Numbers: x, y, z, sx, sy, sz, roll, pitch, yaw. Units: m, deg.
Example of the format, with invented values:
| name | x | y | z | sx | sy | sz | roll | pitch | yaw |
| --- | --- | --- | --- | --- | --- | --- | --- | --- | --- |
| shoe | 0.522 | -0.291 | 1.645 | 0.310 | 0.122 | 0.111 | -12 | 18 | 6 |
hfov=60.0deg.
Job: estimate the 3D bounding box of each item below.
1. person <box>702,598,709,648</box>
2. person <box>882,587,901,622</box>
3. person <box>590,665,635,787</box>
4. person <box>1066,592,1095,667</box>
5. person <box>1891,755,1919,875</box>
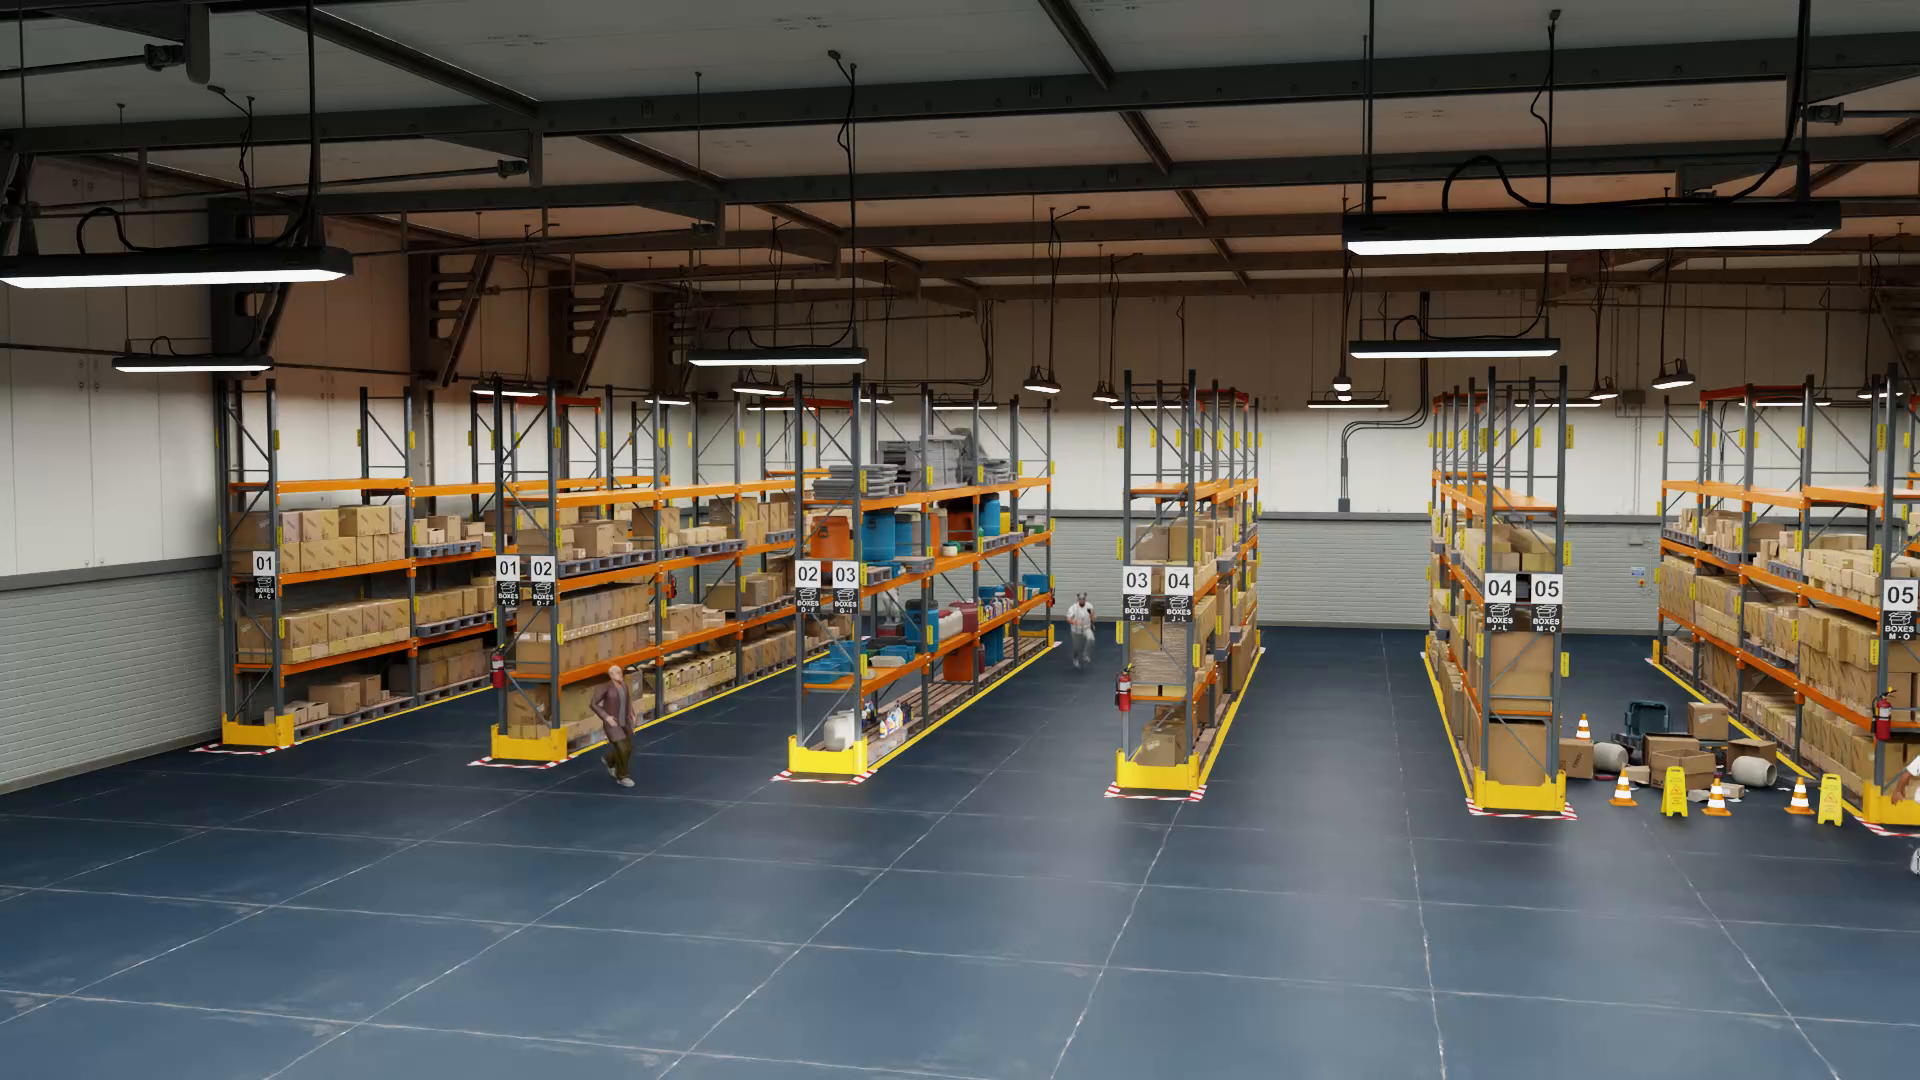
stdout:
| name | x | y | z | sx | sy | sz | roll | pitch | yaw |
| --- | --- | --- | --- | --- | --- | --- | --- | --- | --- |
| person | -5.689 | 1.885 | 38.245 | 0.652 | 1.605 | 0.647 | 1 | 3 | 9 |
| person | -1.884 | 1.546 | 44.098 | 0.656 | 1.679 | 0.739 | -1 | 4 | -15 |
| person | -5.041 | 2.688 | 24.121 | 0.750 | 1.754 | 0.751 | 3 | 4 | 37 |
| person | 2.600 | 1.943 | 35.888 | 0.638 | 1.688 | 1.022 | 0 | 3 | -3 |
| person | 11.124 | 2.999 | 18.840 | 0.696 | 1.702 | 0.804 | -1 | 3 | -9 |
